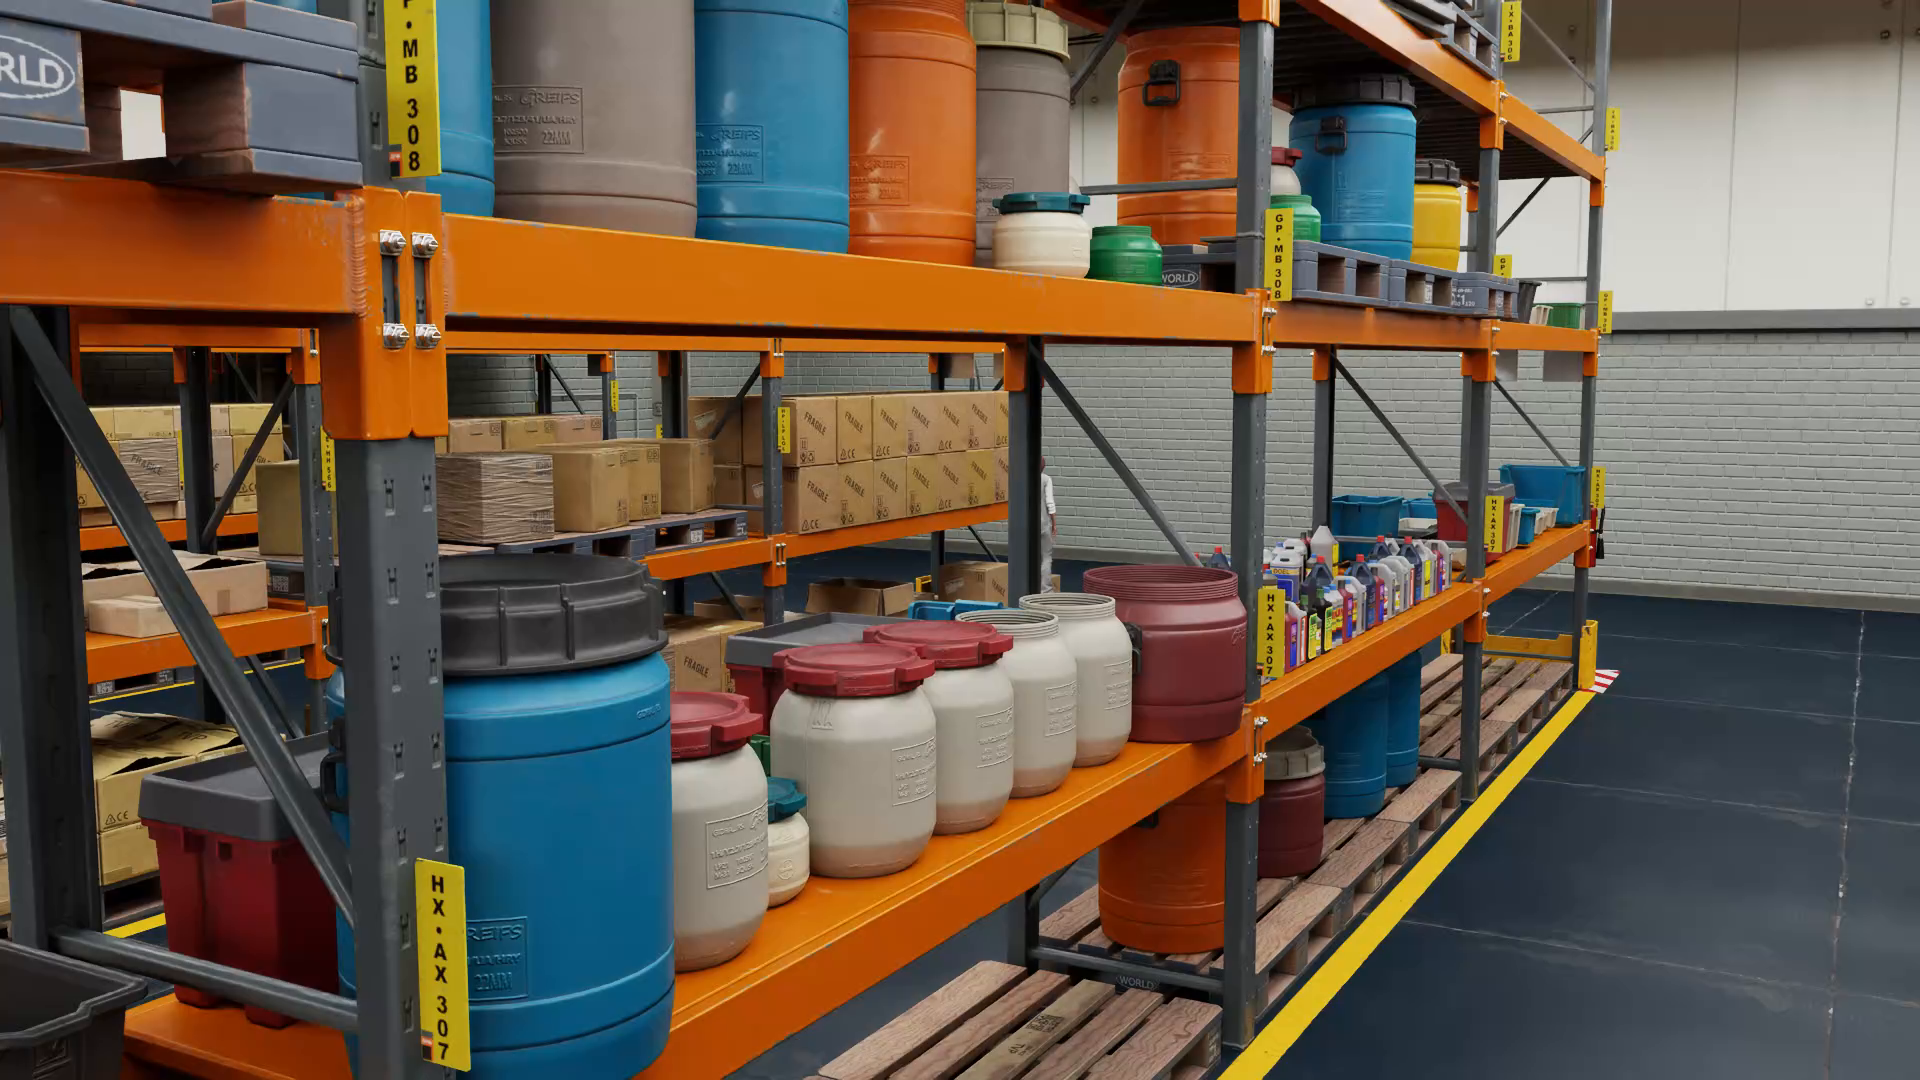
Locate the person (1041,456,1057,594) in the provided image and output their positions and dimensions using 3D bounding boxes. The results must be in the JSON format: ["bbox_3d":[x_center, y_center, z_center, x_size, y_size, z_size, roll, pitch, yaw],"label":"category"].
[{"bbox_3d":[0.816,-0.135,17.813,0.484,1.594,0.340,3,7,26],"label":"person"}]
